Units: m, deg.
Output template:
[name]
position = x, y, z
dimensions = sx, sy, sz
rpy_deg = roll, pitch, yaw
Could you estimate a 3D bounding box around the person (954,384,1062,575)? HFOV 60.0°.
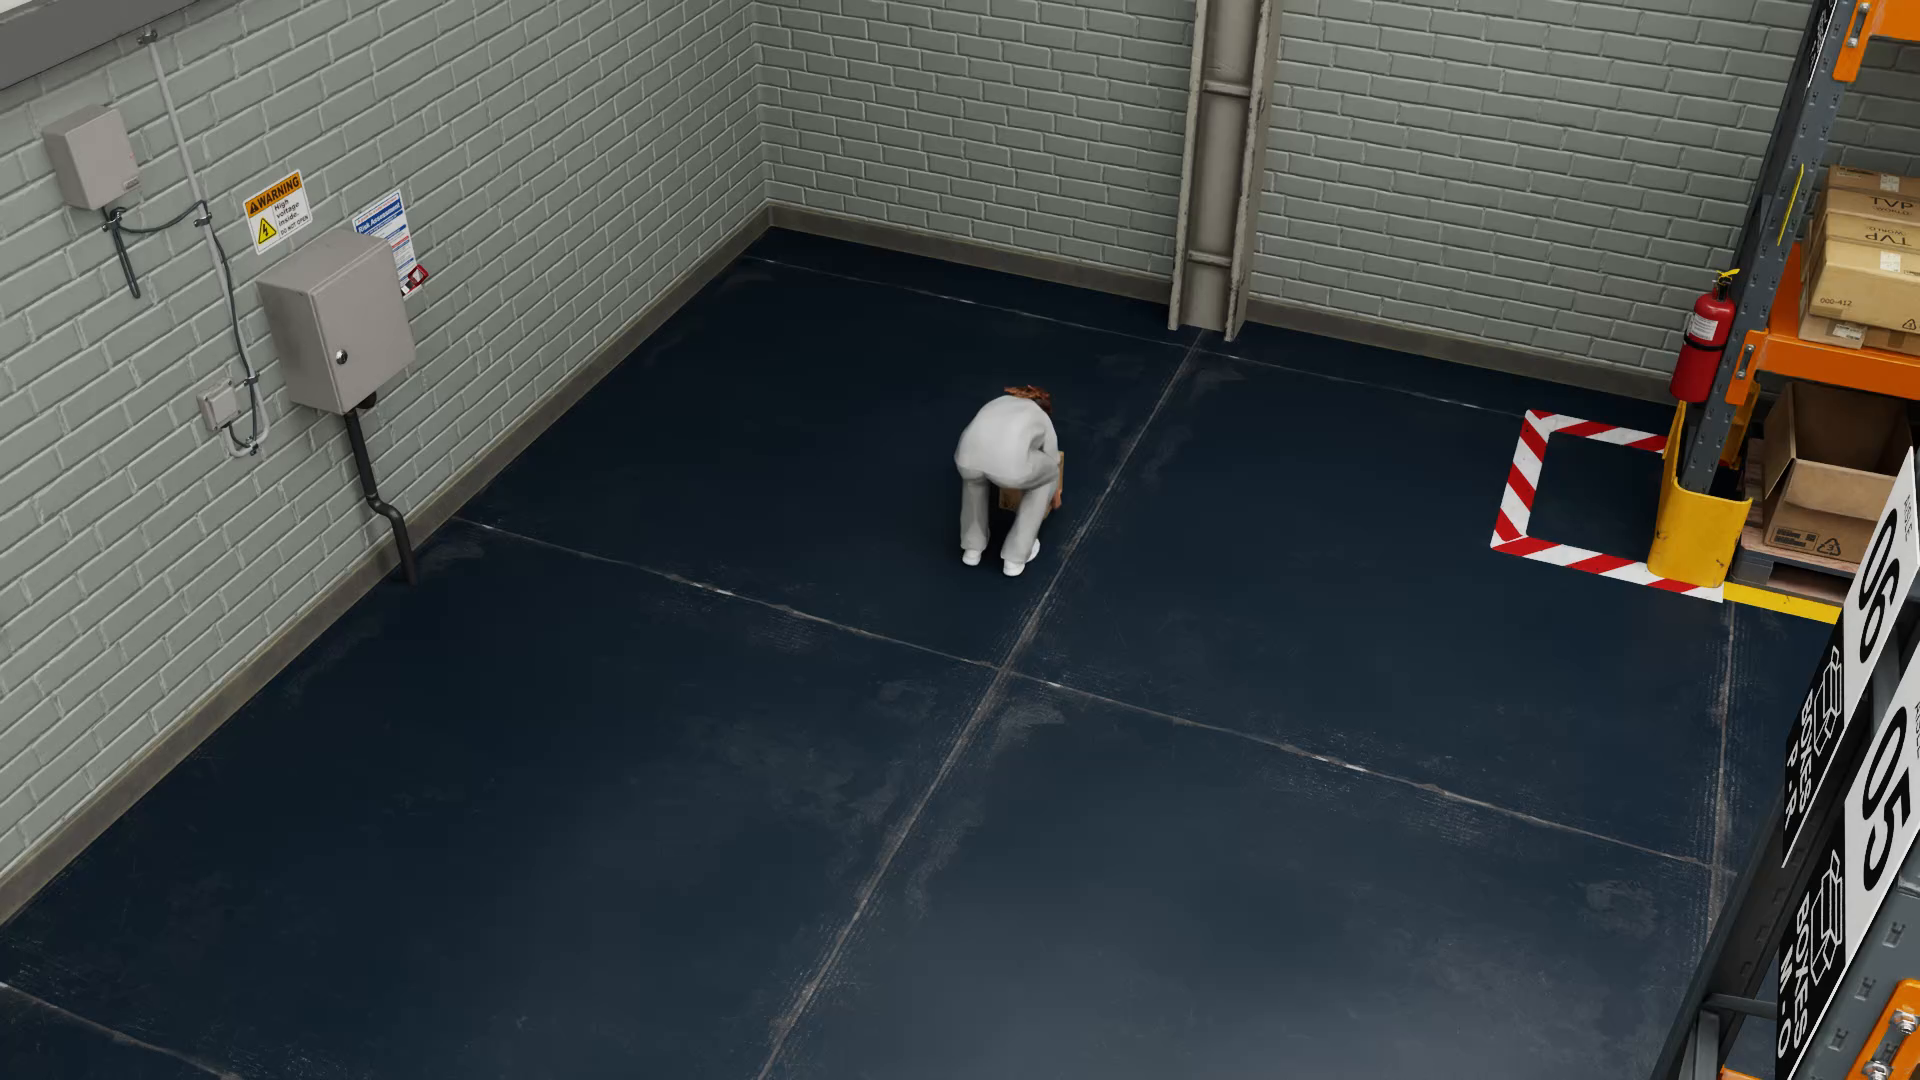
[person]
position = 0.241, -0.347, 7.956
dimensions = 0.476, 0.844, 0.854
rpy_deg = 12, 39, 16
